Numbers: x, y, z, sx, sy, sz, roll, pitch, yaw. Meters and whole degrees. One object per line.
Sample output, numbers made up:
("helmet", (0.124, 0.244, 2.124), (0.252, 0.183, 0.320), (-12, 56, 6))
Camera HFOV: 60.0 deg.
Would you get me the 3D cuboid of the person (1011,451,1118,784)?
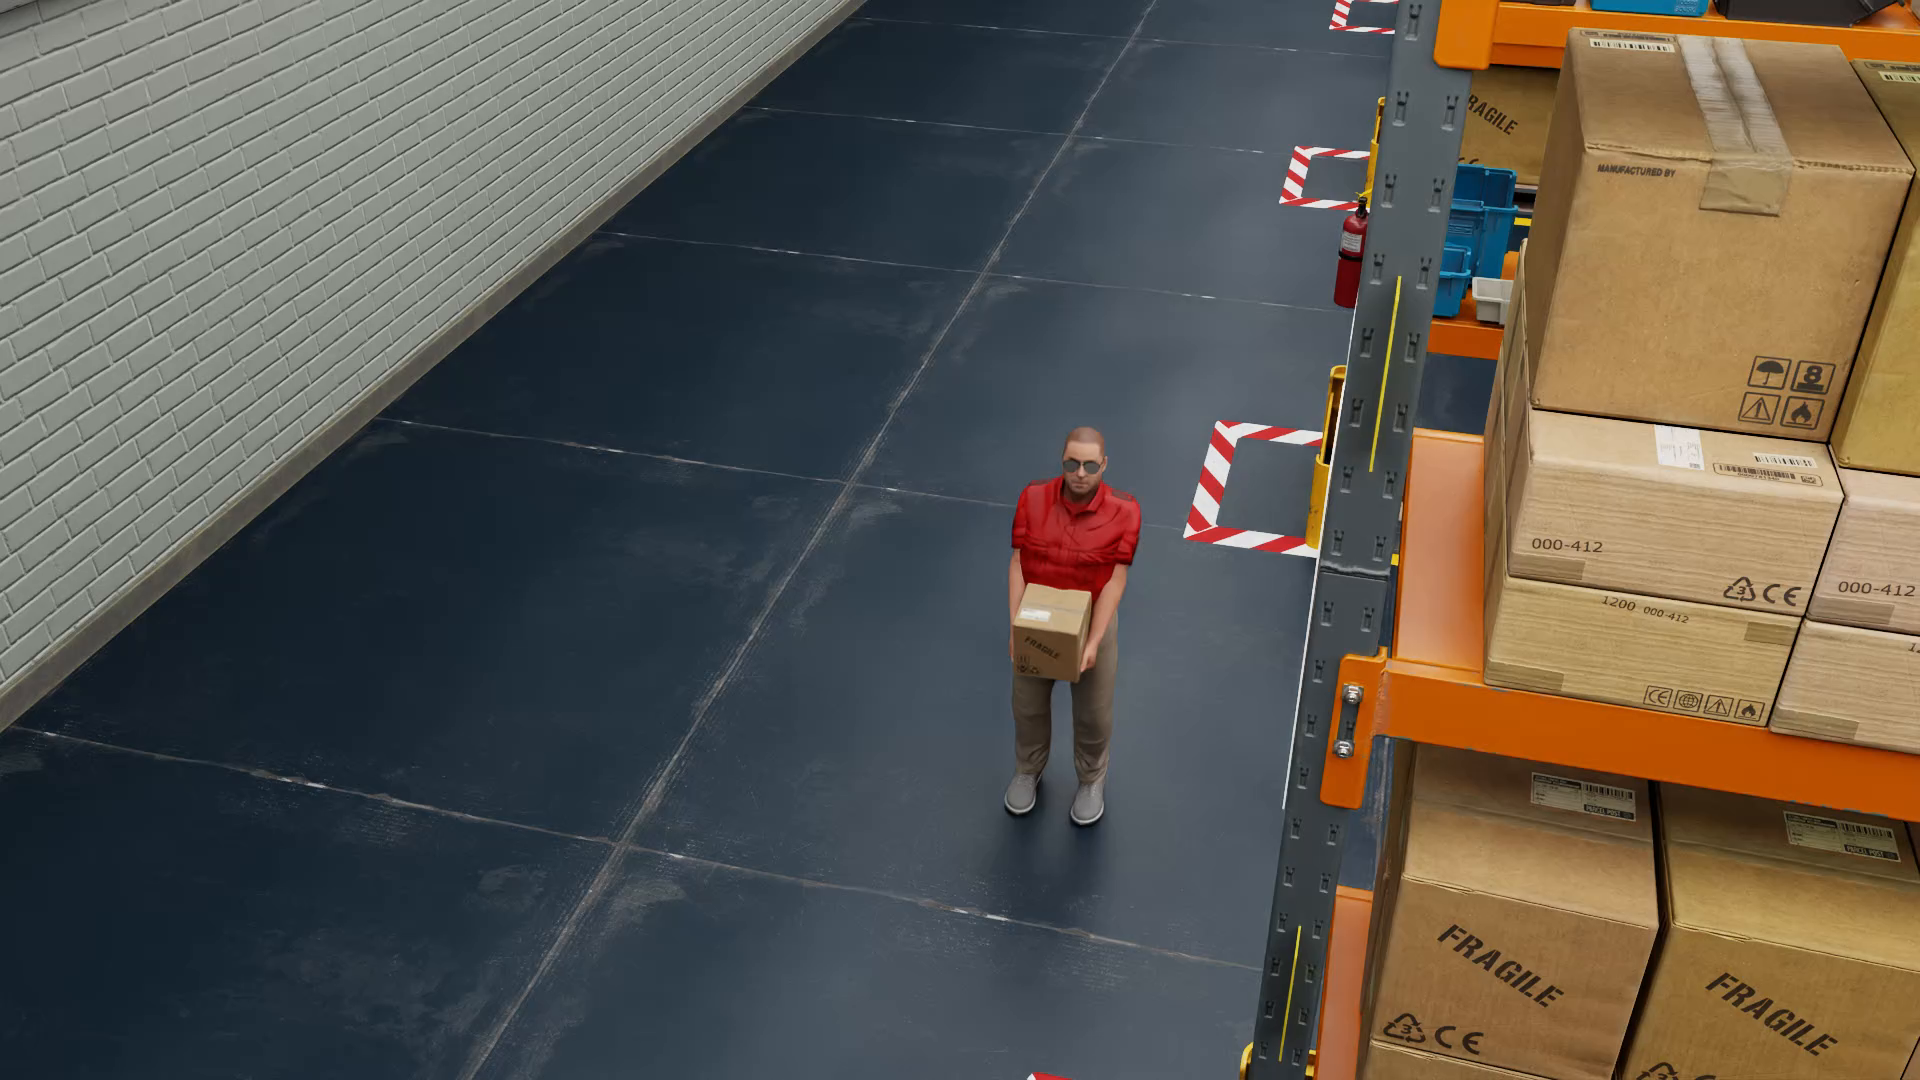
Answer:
("person", (0.422, 0.350, 6.617), (0.430, 1.570, 0.363), (8, 34, 13))
